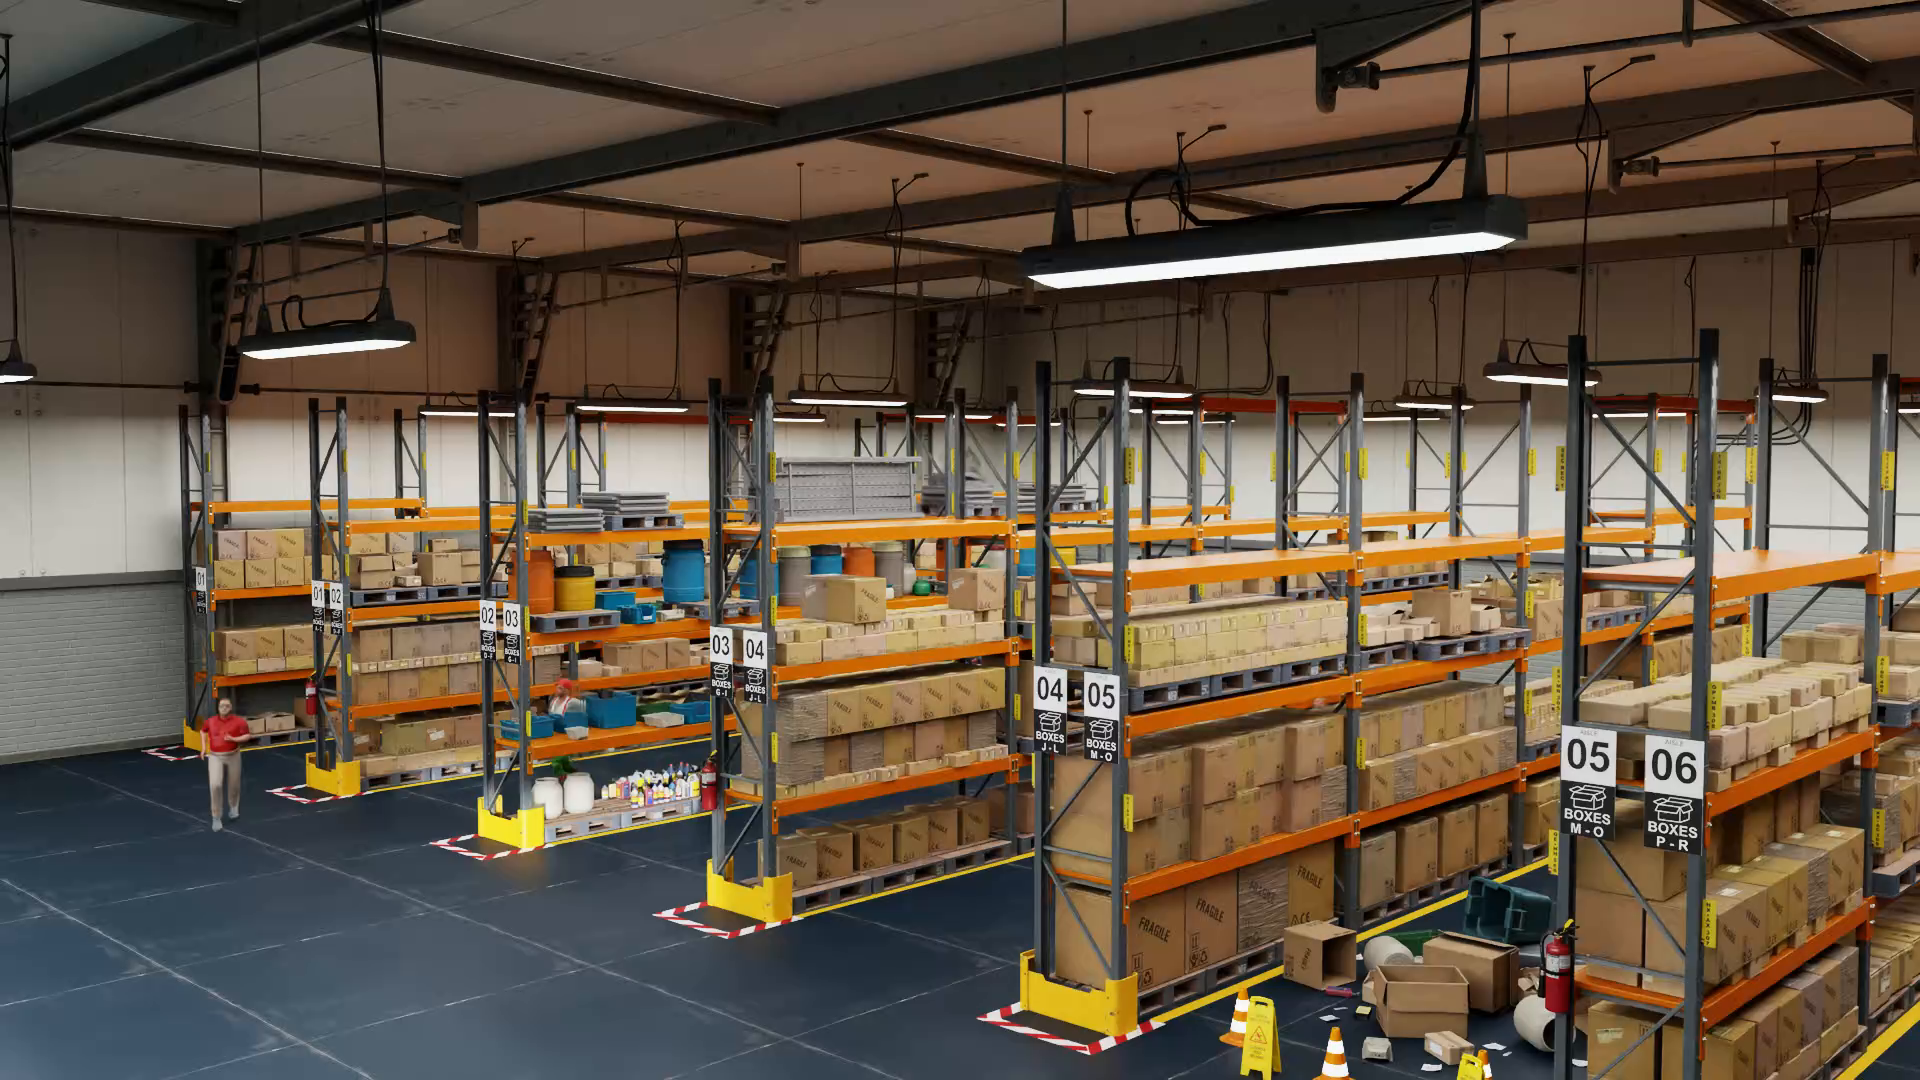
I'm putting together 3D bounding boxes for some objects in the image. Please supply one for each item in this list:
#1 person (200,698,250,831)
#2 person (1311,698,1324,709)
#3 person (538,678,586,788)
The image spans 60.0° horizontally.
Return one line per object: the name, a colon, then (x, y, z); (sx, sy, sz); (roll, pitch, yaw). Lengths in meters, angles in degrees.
person: (-10.194, 3.083, 23.079); (0.640, 1.787, 0.838); (-1, 3, -22)
person: (5.128, 3.071, 23.986); (0.665, 1.684, 0.578); (2, 4, 38)
person: (-5.868, 2.960, 24.582); (0.632, 1.832, 0.752); (3, 4, 41)
